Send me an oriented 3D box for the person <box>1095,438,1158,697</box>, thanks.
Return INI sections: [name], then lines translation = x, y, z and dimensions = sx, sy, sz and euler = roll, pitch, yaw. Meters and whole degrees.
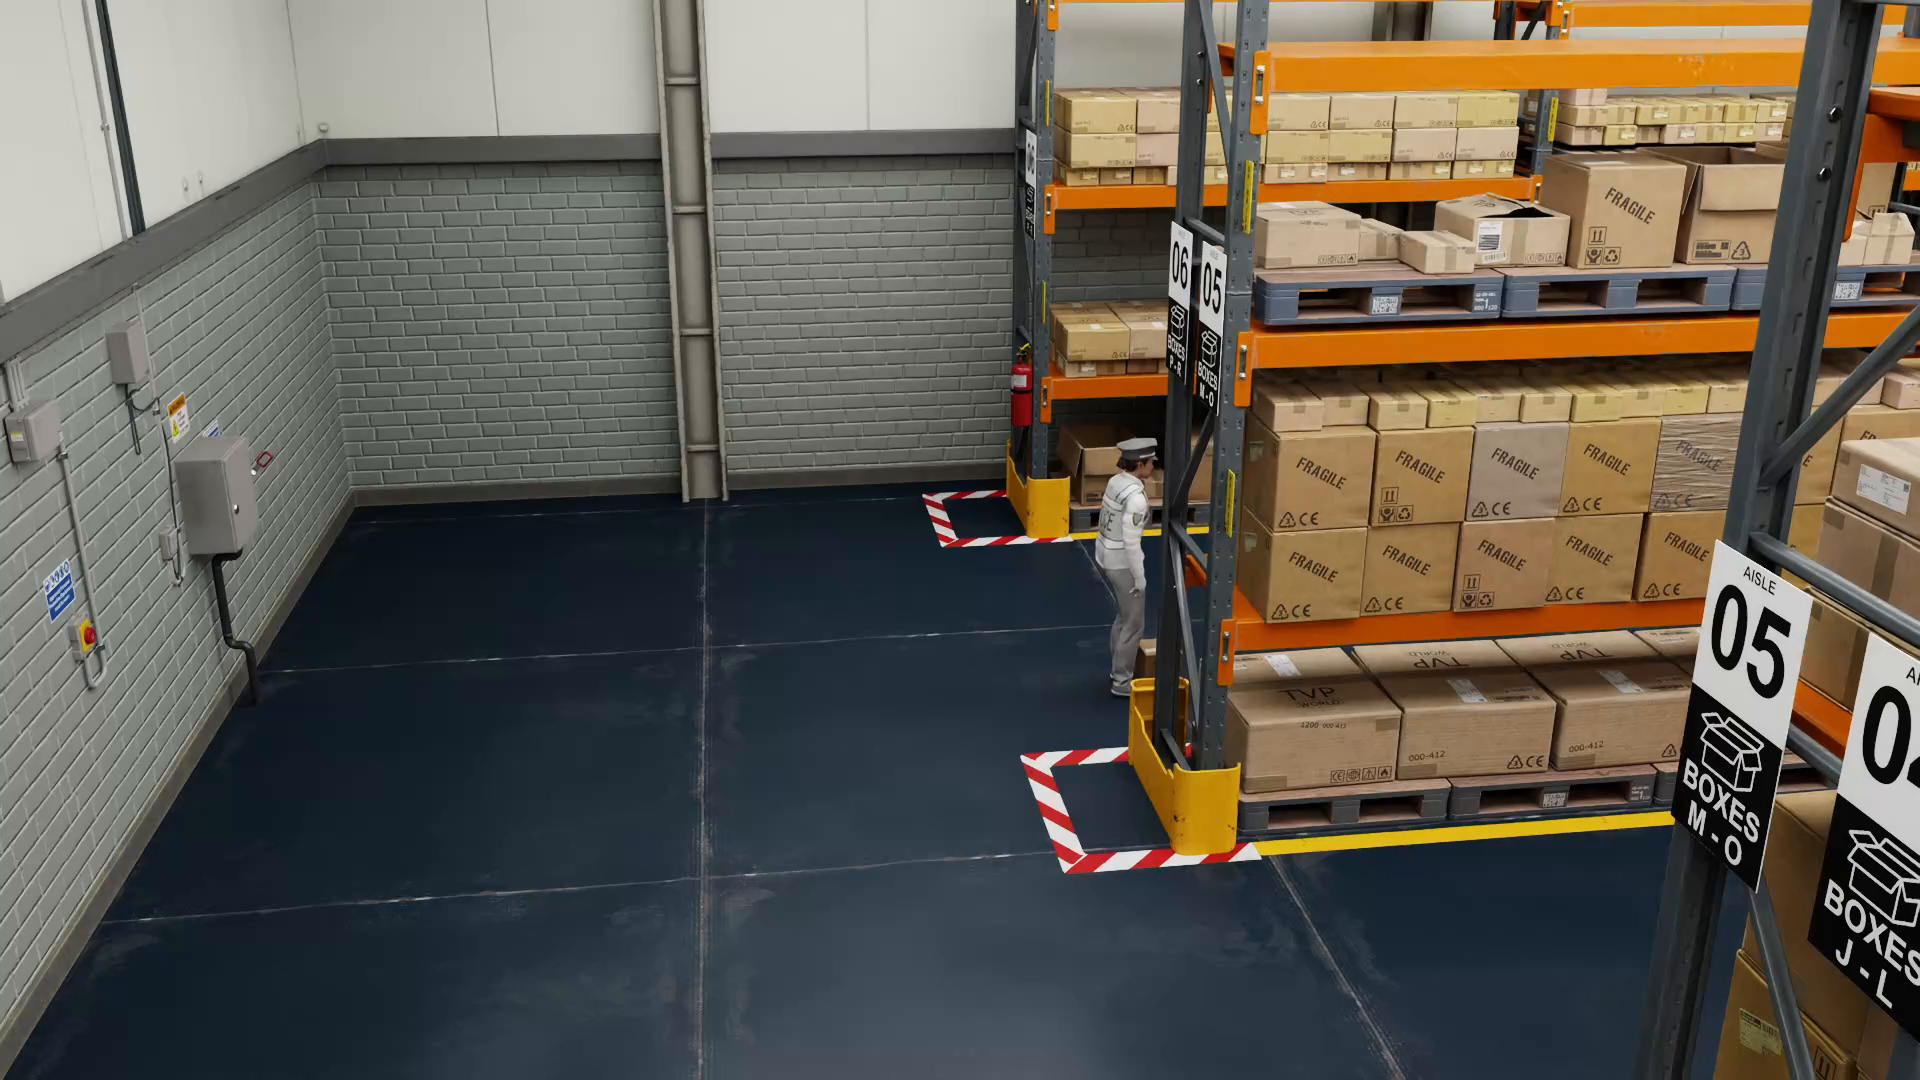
[person]
translation = 1.081, 0.162, 10.630
dimensions = 0.414, 1.661, 0.531
euler = -4, 20, -10
